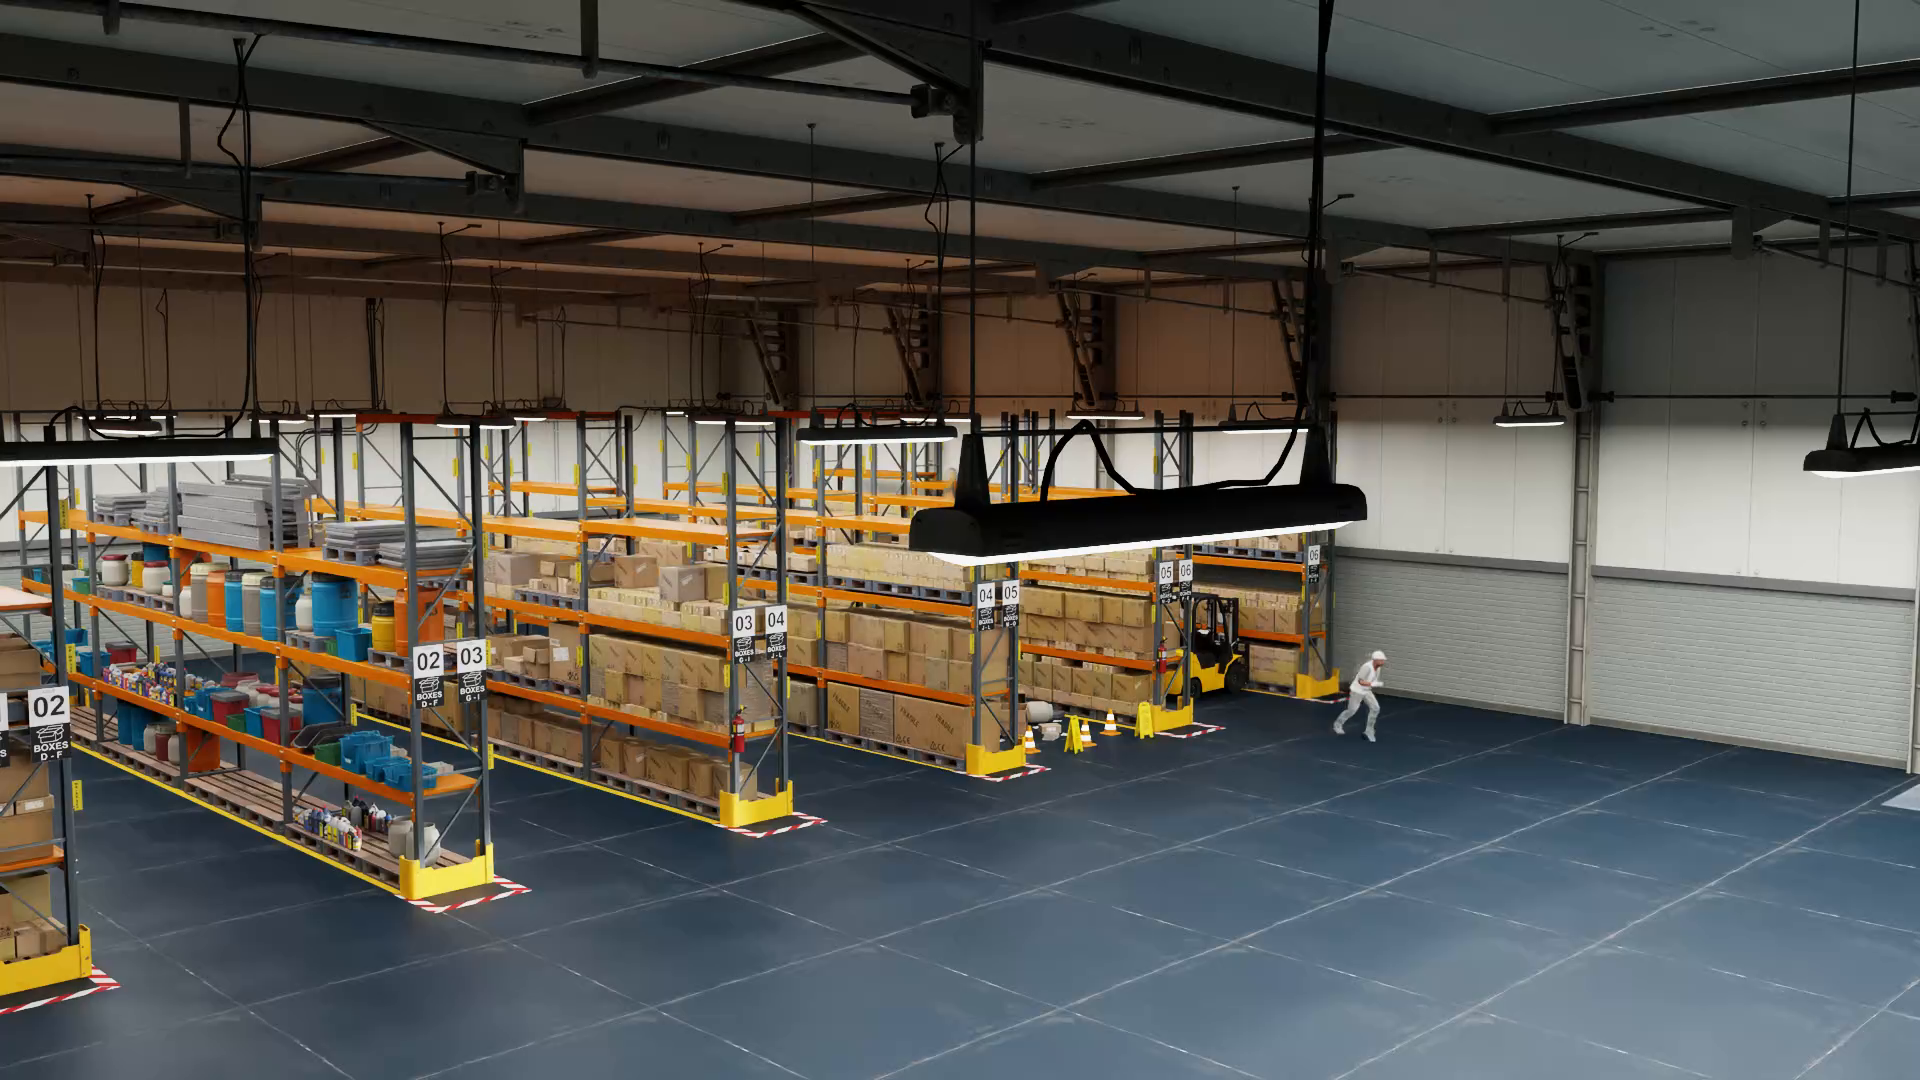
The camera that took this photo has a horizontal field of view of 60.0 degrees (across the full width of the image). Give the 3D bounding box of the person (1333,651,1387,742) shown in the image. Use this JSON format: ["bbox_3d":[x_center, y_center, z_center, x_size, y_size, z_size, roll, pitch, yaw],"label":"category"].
[{"bbox_3d":[7.368,2.865,30.643,1.022,1.722,0.708,4,6,39],"label":"person"}]
